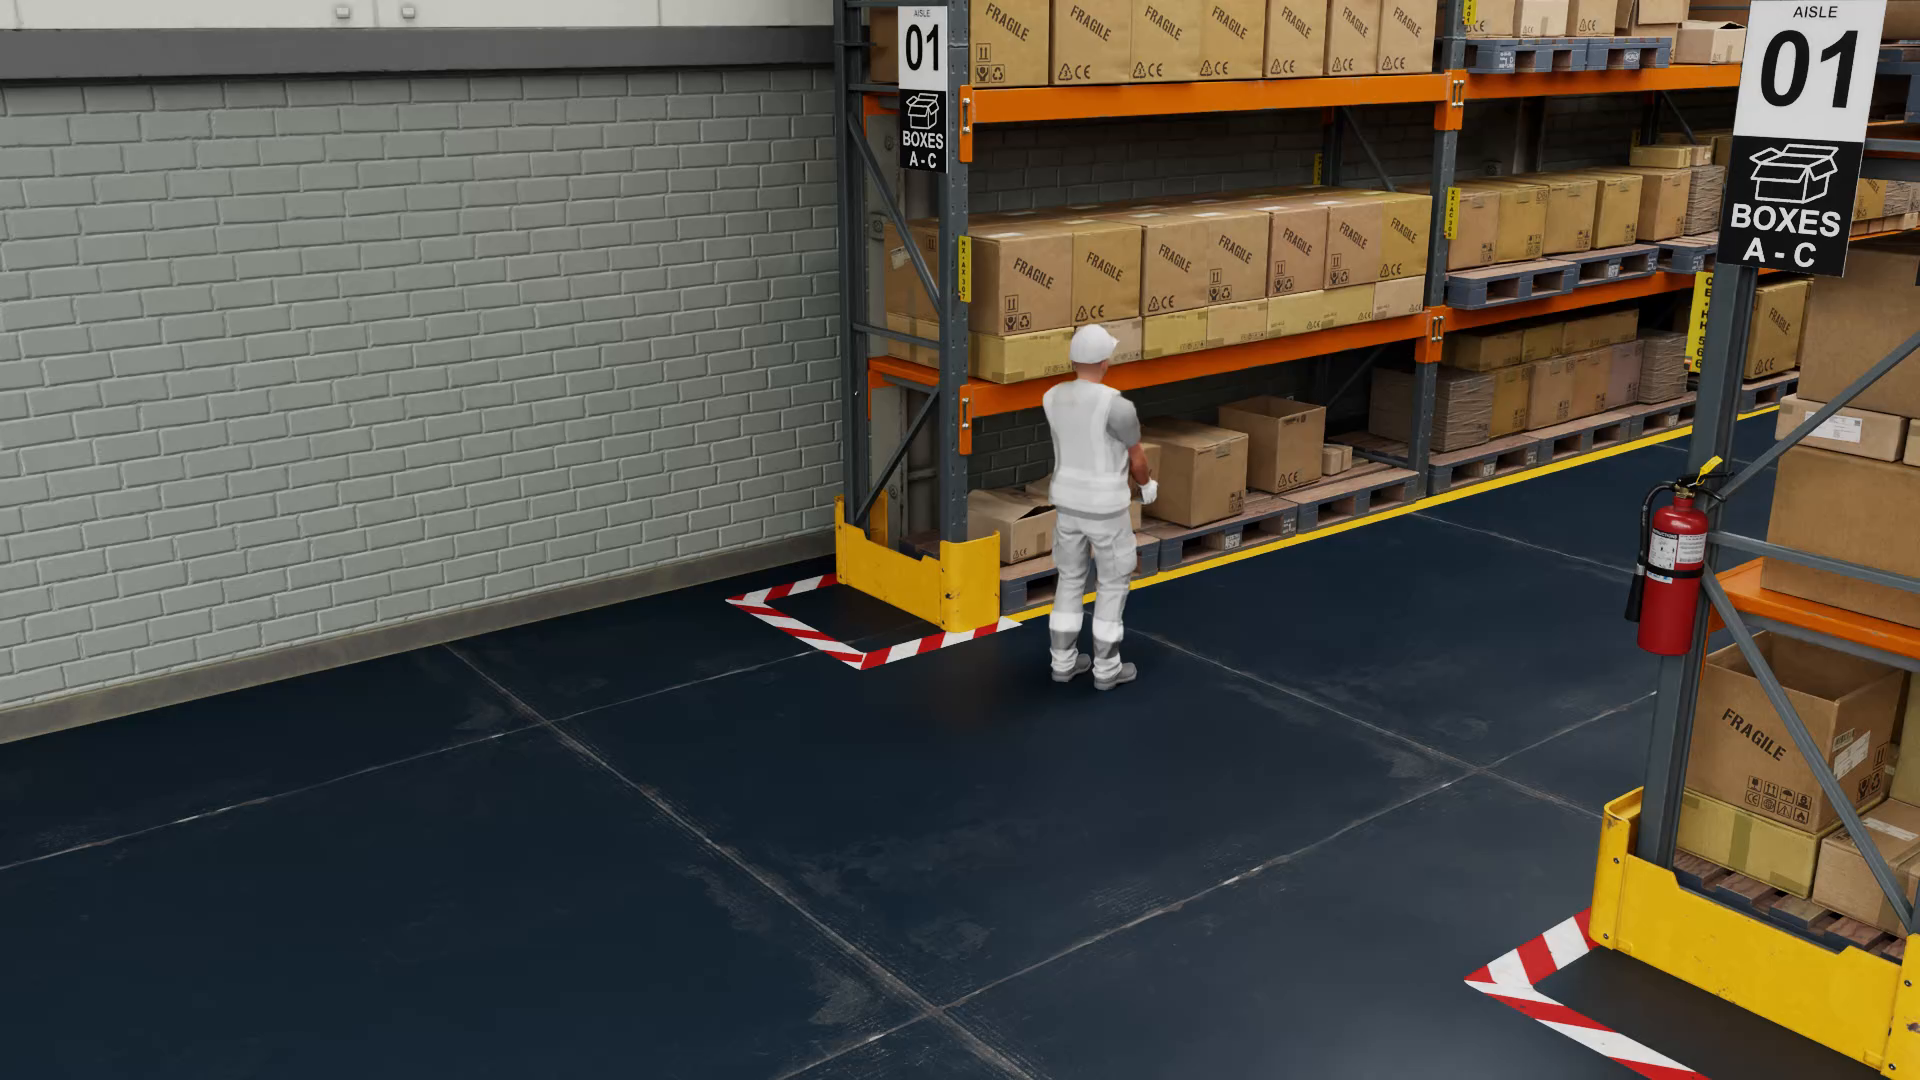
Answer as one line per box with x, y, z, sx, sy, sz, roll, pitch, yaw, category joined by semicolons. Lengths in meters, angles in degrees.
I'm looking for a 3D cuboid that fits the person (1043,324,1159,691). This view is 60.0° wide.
0.687;-0.177;8.072;0.495;1.787;0.562;13;22;36;person
